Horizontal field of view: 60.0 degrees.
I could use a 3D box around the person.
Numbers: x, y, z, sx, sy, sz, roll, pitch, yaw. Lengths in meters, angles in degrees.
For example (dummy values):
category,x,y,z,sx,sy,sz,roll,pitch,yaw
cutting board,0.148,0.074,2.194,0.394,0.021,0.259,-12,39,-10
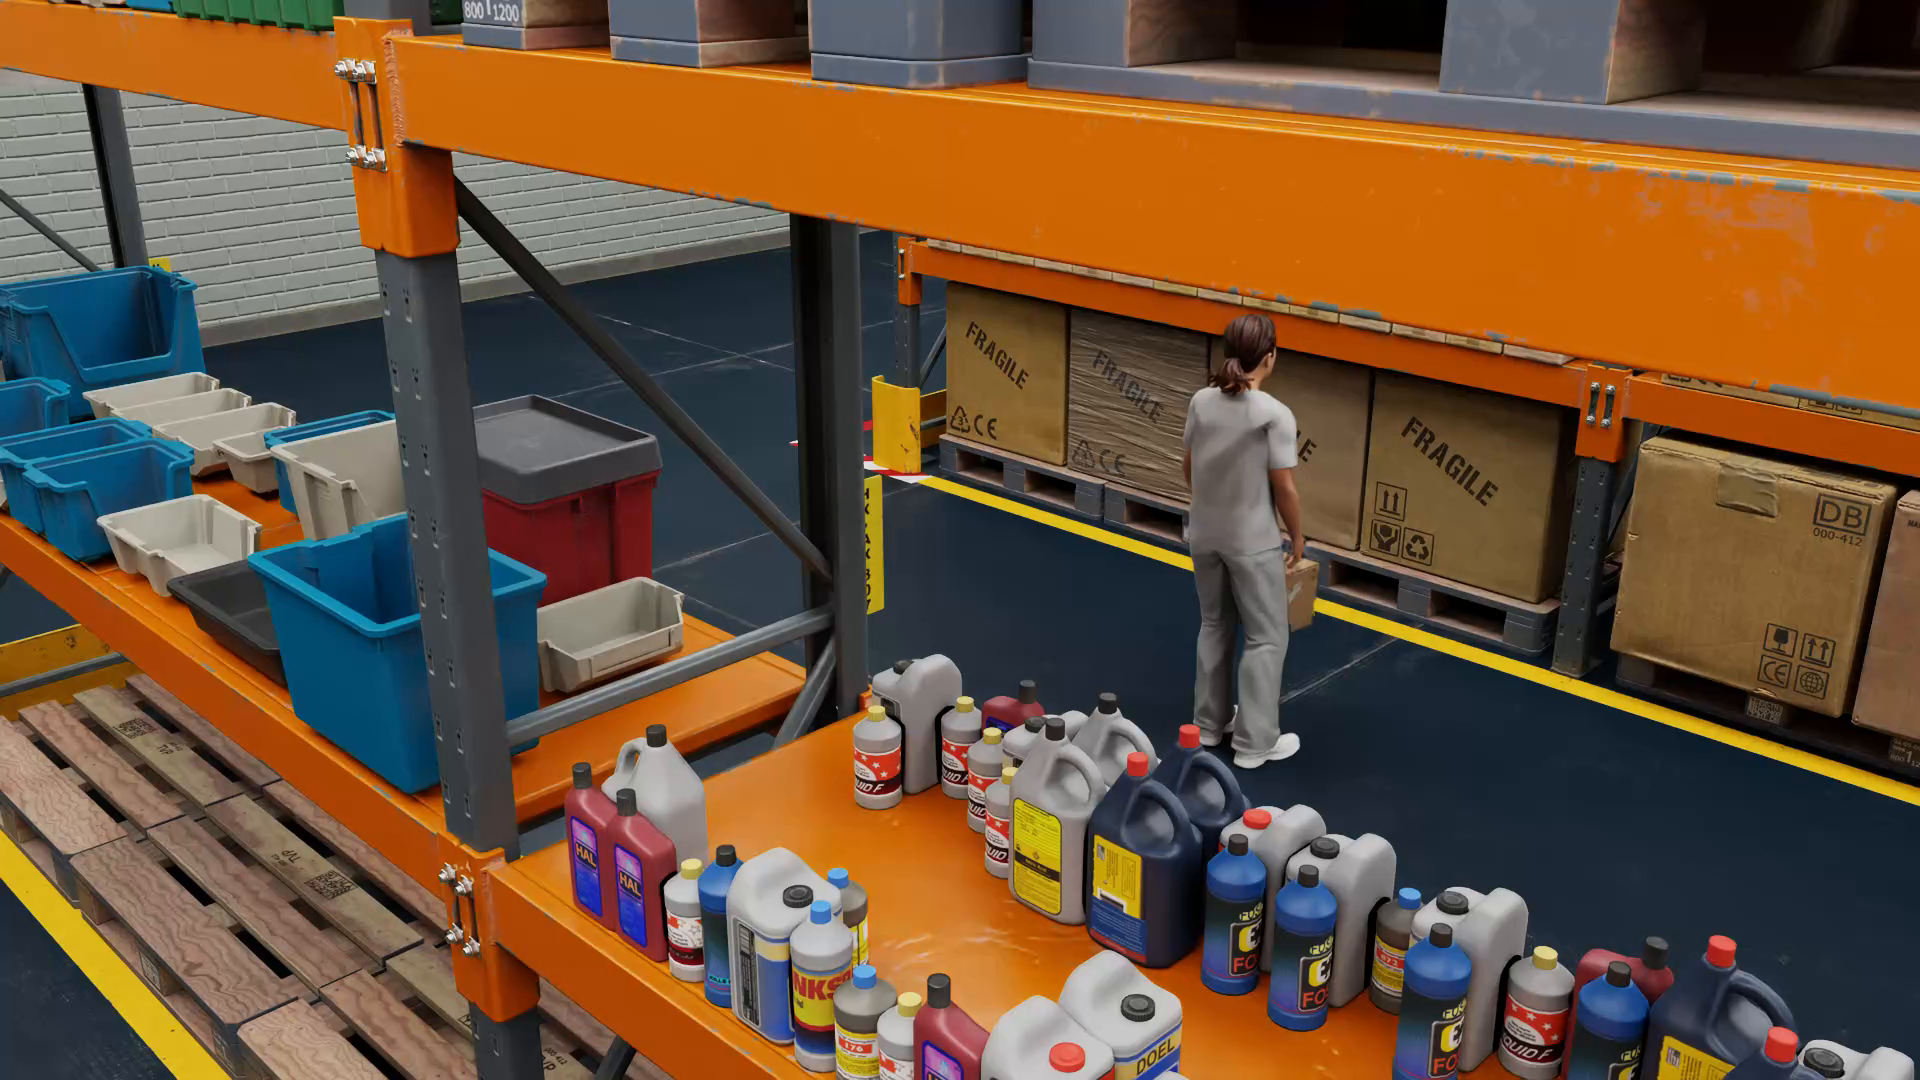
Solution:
category,x,y,z,sx,sy,sz,roll,pitch,yaw
person,1.037,-0.003,6.084,0.473,1.676,0.415,18,27,40
